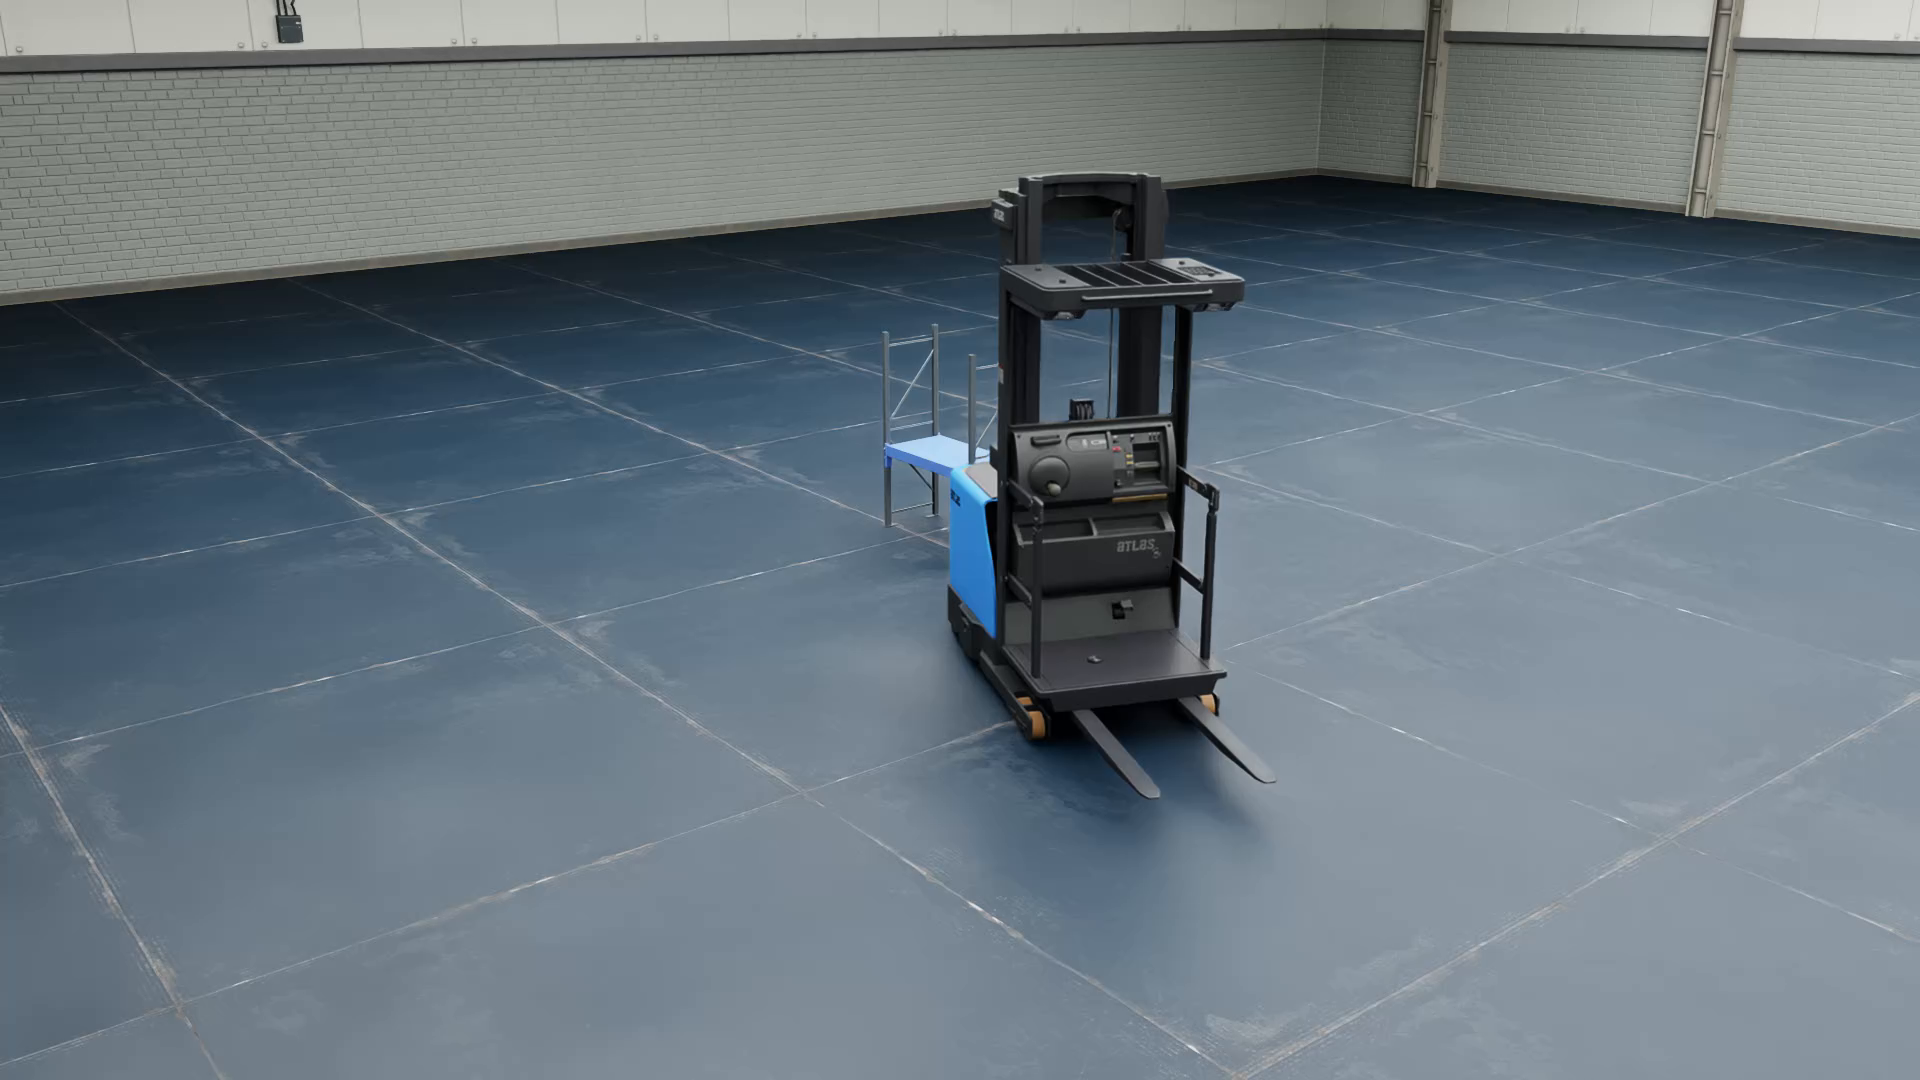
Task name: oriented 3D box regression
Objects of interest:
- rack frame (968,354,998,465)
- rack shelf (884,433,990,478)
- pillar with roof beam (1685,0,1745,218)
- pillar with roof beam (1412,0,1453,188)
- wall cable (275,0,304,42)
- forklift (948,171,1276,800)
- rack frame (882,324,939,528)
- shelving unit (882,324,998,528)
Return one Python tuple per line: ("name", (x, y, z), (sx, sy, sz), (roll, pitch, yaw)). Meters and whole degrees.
("rack frame", (0.263, -0.608, 11.812), (0.500, 1.500, 0.032), (-14, 23, -36))
("rack shelf", (-0.053, -0.562, 12.247), (0.538, 0.185, 1.000), (-14, 23, -36))
("pillar with roof beam", (9.975, -9.276, 26.062), (9.100, 9.000, 0.400), (-14, 23, -36))
("pillar with roof beam", (6.250, -10.755, 30.527), (9.100, 9.000, 0.400), (-14, 23, -36))
("wall cable", (-8.409, -9.895, 22.518), (2.305, 6.003, 0.169), (-14, 23, -36))
("forklift", (0.811, -0.433, 9.007), (1.130, 2.935, 3.031), (-5, 19, -15))
("rack frame", (-0.369, -0.858, 12.568), (0.500, 1.500, 0.032), (-14, 23, -36))
("shelving unit", (-0.053, -0.733, 12.190), (0.538, 1.500, 1.048), (-14, 23, -36))
